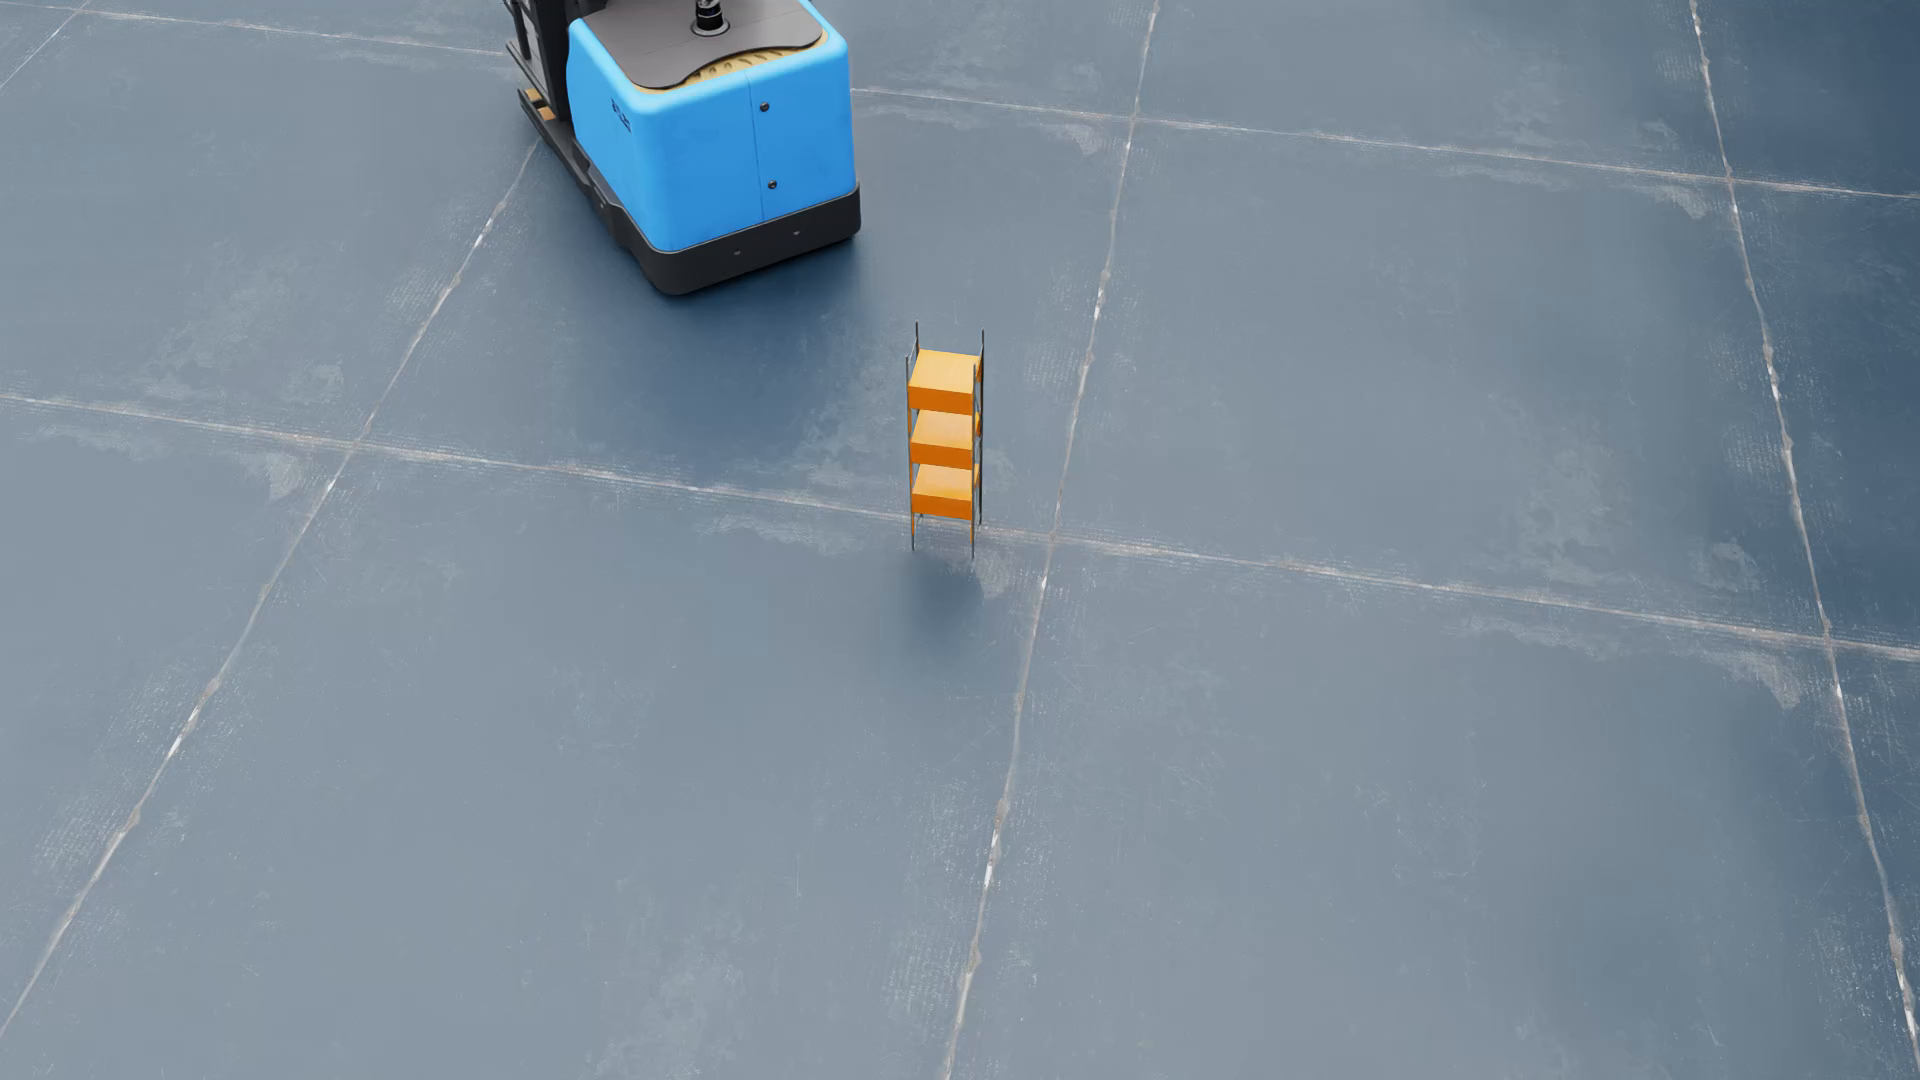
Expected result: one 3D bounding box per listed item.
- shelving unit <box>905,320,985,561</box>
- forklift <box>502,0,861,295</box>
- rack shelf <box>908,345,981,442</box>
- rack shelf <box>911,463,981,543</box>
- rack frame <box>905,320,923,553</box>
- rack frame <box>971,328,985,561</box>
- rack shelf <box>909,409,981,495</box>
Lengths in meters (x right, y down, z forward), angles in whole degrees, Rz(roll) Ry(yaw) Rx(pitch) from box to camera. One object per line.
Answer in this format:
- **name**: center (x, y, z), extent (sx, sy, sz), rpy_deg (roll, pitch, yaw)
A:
- **shelving unit**: center (-0.053, -0.358, 6.338), extent (0.252, 1.050, 0.215), rpy_deg (8, 49, 7)
- **forklift**: center (-1.638, -3.200, 7.627), extent (1.130, 2.935, 3.031), rpy_deg (-23, 52, -19)
- **rack shelf**: center (-0.053, -0.541, 6.135), extent (0.240, 0.259, 0.215), rpy_deg (8, 49, 7)
- **rack shelf**: center (-0.053, -0.165, 6.552), extent (0.240, 0.259, 0.215), rpy_deg (8, 49, 7)
- **rack frame**: center (-0.173, -0.374, 6.352), extent (0.008, 1.050, 0.200), rpy_deg (8, 49, 7)
- **rack frame**: center (0.067, -0.342, 6.323), extent (0.008, 1.050, 0.200), rpy_deg (8, 49, 7)
- **rack shelf**: center (-0.053, -0.351, 6.346), extent (0.240, 0.259, 0.215), rpy_deg (8, 49, 7)
